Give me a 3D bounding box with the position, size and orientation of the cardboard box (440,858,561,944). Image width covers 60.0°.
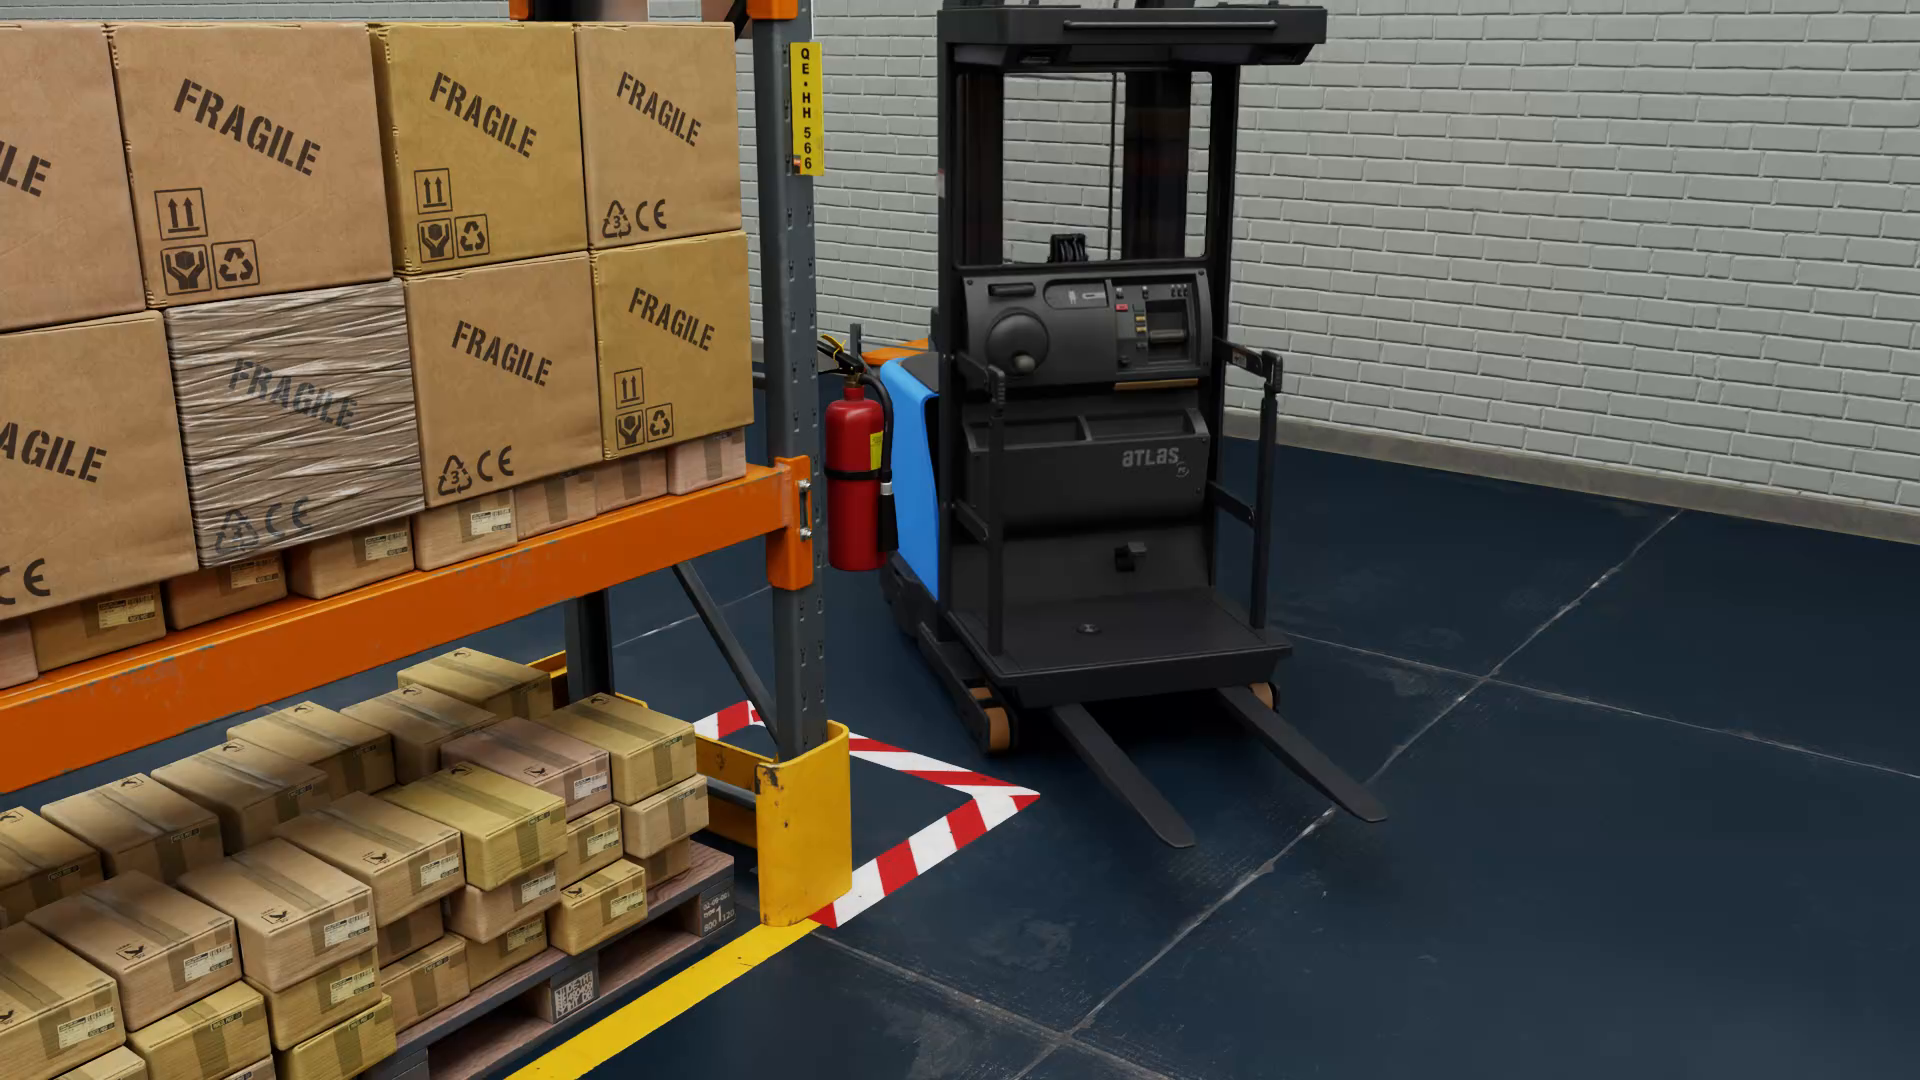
[{"bbox_3d":[-1.214,0.829,4.113,0.380,0.149,0.250,11,21,32],"label":"cardboard box"}]

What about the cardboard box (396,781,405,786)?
[{"bbox_3d":[-1.547,0.664,4.646,0.380,0.149,0.250,12,21,34],"label":"cardboard box"}]

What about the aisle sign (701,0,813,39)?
[{"bbox_3d":[-0.536,-1.696,4.263,0.394,0.787,0.004,12,21,35],"label":"aisle sign"}]

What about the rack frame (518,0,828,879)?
[{"bbox_3d":[-0.820,-0.490,4.763,1.000,3.000,0.127,12,21,35],"label":"rack frame"}]

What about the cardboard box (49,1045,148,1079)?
[{"bbox_3d":[-1.821,1.083,3.295,0.380,0.149,0.250,13,21,35],"label":"cardboard box"}]

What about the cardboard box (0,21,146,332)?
[{"bbox_3d":[-1.810,-0.631,2.863,0.500,0.500,0.500,12,21,33],"label":"cardboard box"}]

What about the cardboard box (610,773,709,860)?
[{"bbox_3d":[-0.905,0.705,4.512,0.380,0.149,0.250,12,21,33],"label":"cardboard box"}]

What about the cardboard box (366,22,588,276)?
[{"bbox_3d":[-1.195,-0.883,3.675,0.500,0.500,0.500,12,21,33],"label":"cardboard box"}]

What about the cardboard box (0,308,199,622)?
[{"bbox_3d":[-1.792,-0.166,3.050,0.500,0.500,0.500,14,22,37],"label":"cardboard box"}]

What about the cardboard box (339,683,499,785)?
[{"bbox_3d":[-1.473,0.539,4.547,0.380,0.149,0.250,13,21,36],"label":"cardboard box"}]

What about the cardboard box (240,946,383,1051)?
[{"bbox_3d":[-1.512,0.955,3.708,0.380,0.149,0.250,13,21,35],"label":"cardboard box"}]

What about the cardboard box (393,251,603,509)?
[{"bbox_3d":[-1.192,-0.405,3.821,0.500,0.500,0.500,12,21,34],"label":"cardboard box"}]

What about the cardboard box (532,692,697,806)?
[{"bbox_3d":[-0.932,0.558,4.485,0.380,0.149,0.250,13,21,35],"label":"cardboard box"}]

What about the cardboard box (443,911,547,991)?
[{"bbox_3d":[-1.265,0.960,4.193,0.380,0.149,0.250,12,21,34],"label":"cardboard box"}]

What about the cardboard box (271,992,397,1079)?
[{"bbox_3d":[-1.503,1.093,3.765,0.380,0.149,0.250,11,21,32],"label":"cardboard box"}]

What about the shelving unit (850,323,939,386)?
[{"bbox_3d":[0.004,-0.539,8.082,0.538,1.125,1.048,12,21,35],"label":"shelving unit"}]

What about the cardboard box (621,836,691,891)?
[{"bbox_3d":[-0.966,0.833,4.601,0.380,0.149,0.250,13,21,36],"label":"cardboard box"}]

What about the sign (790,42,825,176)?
[{"bbox_3d":[-0.386,-1.091,4.213,0.100,0.325,0.005,12,21,35],"label":"sign"}]

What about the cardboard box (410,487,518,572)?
[{"bbox_3d":[-1.236,-0.062,3.810,0.380,0.149,0.250,13,22,36],"label":"cardboard box"}]

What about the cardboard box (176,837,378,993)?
[{"bbox_3d":[-1.501,0.816,3.654,0.380,0.149,0.250,13,22,37],"label":"cardboard box"}]

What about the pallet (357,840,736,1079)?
[{"bbox_3d":[-1.378,1.047,4.515,1.003,0.211,1.213,12,21,35],"label":"pallet"}]

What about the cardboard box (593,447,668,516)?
[{"bbox_3d":[-0.966,-0.190,4.220,0.380,0.149,0.250,12,21,35],"label":"cardboard box"}]

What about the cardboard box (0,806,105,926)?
[{"bbox_3d":[-2.174,0.769,3.806,0.380,0.149,0.250,13,21,36],"label":"cardboard box"}]

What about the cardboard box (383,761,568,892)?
[{"bbox_3d":[-1.180,0.692,4.054,0.380,0.149,0.250,12,21,33],"label":"cardboard box"}]

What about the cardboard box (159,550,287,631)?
[{"bbox_3d":[-1.626,0.049,3.452,0.380,0.149,0.250,11,21,32],"label":"cardboard box"}]

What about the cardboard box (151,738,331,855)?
[{"bbox_3d":[-1.807,0.650,4.189,0.380,0.149,0.250,11,20,32],"label":"cardboard box"}]

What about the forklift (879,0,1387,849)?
[{"bbox_3d":[0.526,-0.777,5.804,1.130,2.935,3.031,-5,18,-15],"label":"forklift"}]

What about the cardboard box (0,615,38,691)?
[{"bbox_3d":[-1.904,0.179,3.033,0.380,0.149,0.250,13,22,37],"label":"cardboard box"}]

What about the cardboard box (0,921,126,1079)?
[{"bbox_3d":[-1.880,0.927,3.298,0.380,0.149,0.250,13,21,35],"label":"cardboard box"}]

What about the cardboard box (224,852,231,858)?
[{"bbox_3d":[-1.862,0.780,4.273,0.380,0.149,0.250,13,22,36],"label":"cardboard box"}]

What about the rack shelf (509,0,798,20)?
[{"bbox_3d":[-2.012,-1.102,2.891,1.077,0.370,4.000,12,21,35],"label":"rack shelf"}]

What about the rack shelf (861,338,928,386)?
[{"bbox_3d":[0.004,-0.818,7.995,0.538,0.278,1.000,12,21,35],"label":"rack shelf"}]
